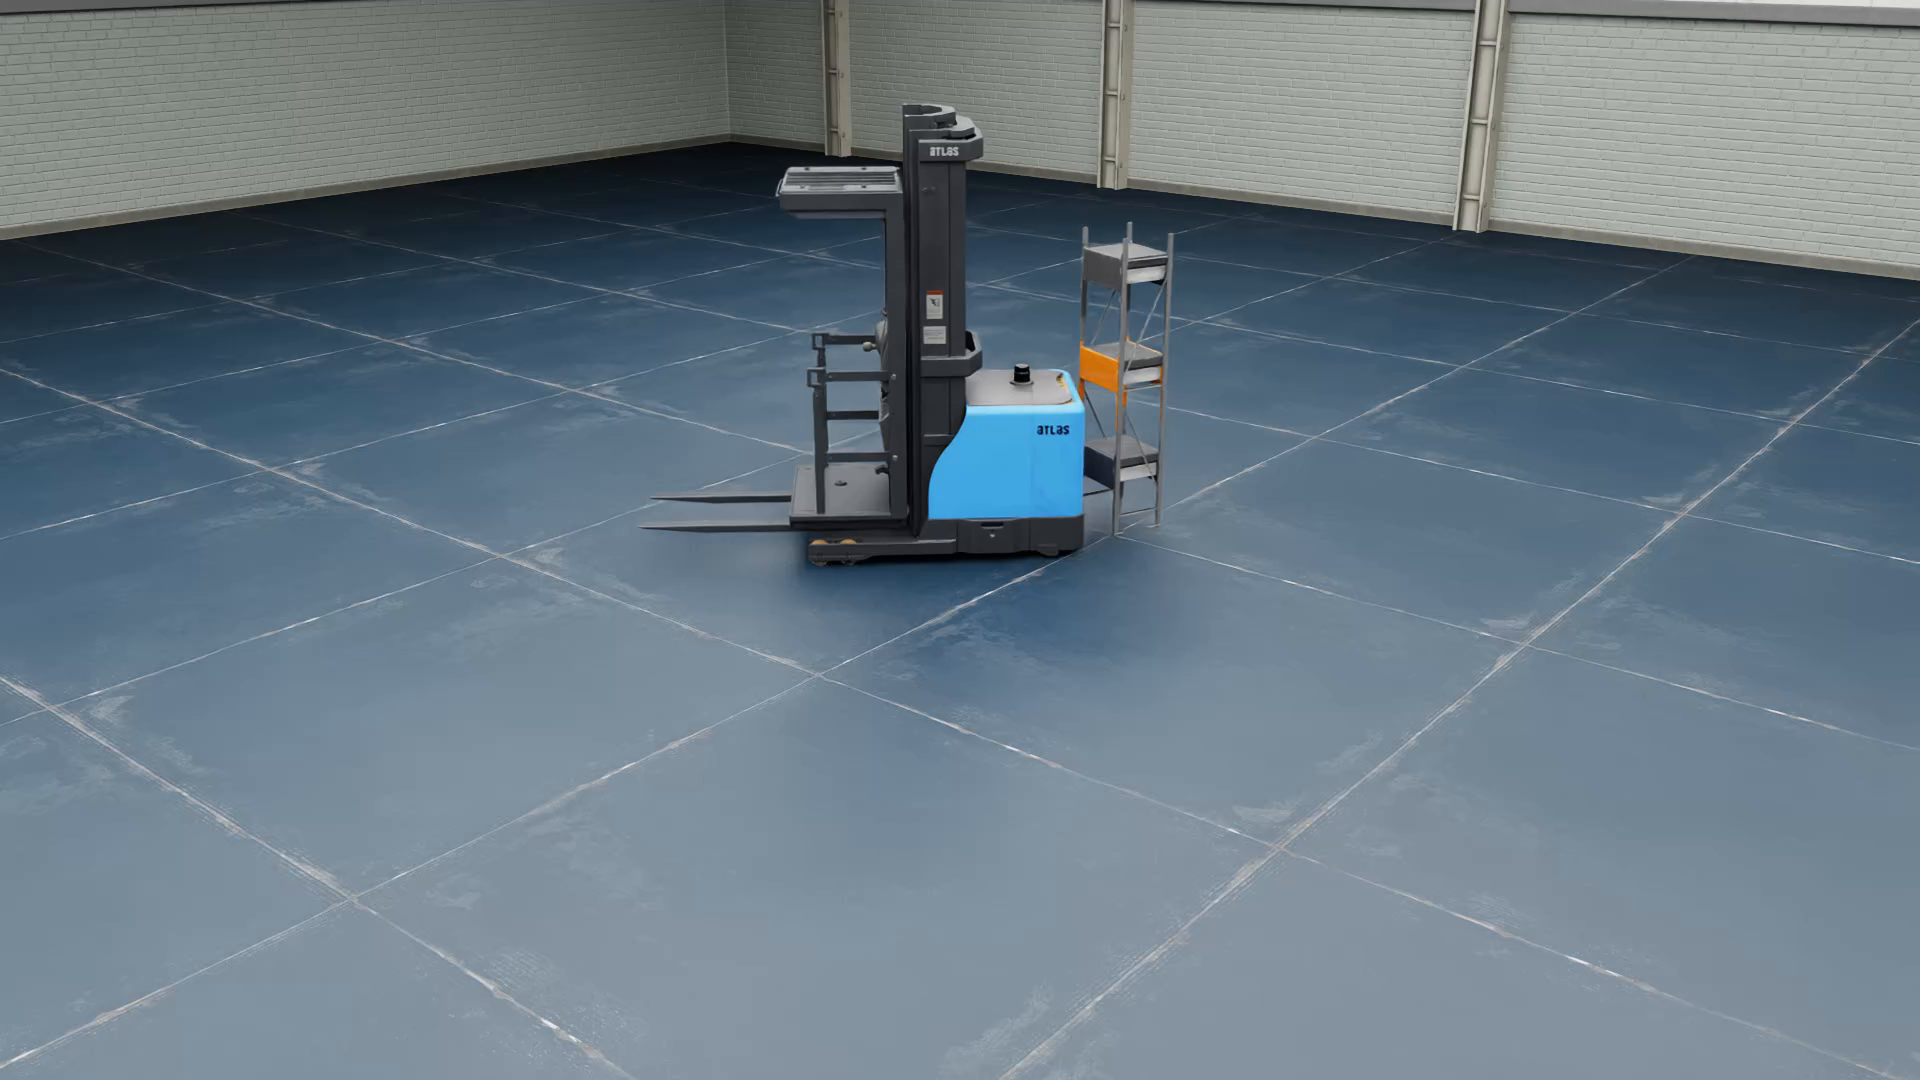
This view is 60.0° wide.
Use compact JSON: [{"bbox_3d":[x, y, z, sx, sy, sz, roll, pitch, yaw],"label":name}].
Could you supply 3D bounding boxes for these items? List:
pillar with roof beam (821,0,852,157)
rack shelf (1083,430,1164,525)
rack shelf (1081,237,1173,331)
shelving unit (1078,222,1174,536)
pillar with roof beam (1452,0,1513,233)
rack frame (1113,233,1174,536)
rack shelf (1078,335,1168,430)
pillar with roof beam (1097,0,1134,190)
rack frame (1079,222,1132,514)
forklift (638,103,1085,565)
[{"bbox_3d":[-4.928,-10.023,25.494,0.400,9.000,9.100,16,26,36],"label":"pillar with roof beam"},{"bbox_3d":[1.140,-0.454,11.919,0.431,0.518,0.480,-11,23,-27],"label":"rack shelf"},{"bbox_3d":[1.140,-1.764,11.425,0.431,0.518,0.480,-11,23,-27],"label":"rack shelf"},{"bbox_3d":[1.140,-1.122,11.667,0.431,2.100,0.503,-11,23,-27],"label":"shelving unit"},{"bbox_3d":[4.369,-7.346,18.394,0.400,9.000,9.100,16,26,36],"label":"pillar with roof beam"},{"bbox_3d":[1.258,-1.047,11.468,0.400,2.100,0.015,-11,23,-27],"label":"rack frame"},{"bbox_3d":[1.140,-1.109,11.672,0.431,0.518,0.480,-11,23,-27],"label":"rack shelf"},{"bbox_3d":[-0.280,-8.684,21.944,0.400,9.000,9.100,16,26,36],"label":"pillar with roof beam"},{"bbox_3d":[1.021,-1.197,11.867,0.400,2.100,0.015,-11,23,-27],"label":"rack frame"},{"bbox_3d":[-0.690,-1.394,11.211,3.031,2.935,1.130,-1,21,-3],"label":"forklift"}]
